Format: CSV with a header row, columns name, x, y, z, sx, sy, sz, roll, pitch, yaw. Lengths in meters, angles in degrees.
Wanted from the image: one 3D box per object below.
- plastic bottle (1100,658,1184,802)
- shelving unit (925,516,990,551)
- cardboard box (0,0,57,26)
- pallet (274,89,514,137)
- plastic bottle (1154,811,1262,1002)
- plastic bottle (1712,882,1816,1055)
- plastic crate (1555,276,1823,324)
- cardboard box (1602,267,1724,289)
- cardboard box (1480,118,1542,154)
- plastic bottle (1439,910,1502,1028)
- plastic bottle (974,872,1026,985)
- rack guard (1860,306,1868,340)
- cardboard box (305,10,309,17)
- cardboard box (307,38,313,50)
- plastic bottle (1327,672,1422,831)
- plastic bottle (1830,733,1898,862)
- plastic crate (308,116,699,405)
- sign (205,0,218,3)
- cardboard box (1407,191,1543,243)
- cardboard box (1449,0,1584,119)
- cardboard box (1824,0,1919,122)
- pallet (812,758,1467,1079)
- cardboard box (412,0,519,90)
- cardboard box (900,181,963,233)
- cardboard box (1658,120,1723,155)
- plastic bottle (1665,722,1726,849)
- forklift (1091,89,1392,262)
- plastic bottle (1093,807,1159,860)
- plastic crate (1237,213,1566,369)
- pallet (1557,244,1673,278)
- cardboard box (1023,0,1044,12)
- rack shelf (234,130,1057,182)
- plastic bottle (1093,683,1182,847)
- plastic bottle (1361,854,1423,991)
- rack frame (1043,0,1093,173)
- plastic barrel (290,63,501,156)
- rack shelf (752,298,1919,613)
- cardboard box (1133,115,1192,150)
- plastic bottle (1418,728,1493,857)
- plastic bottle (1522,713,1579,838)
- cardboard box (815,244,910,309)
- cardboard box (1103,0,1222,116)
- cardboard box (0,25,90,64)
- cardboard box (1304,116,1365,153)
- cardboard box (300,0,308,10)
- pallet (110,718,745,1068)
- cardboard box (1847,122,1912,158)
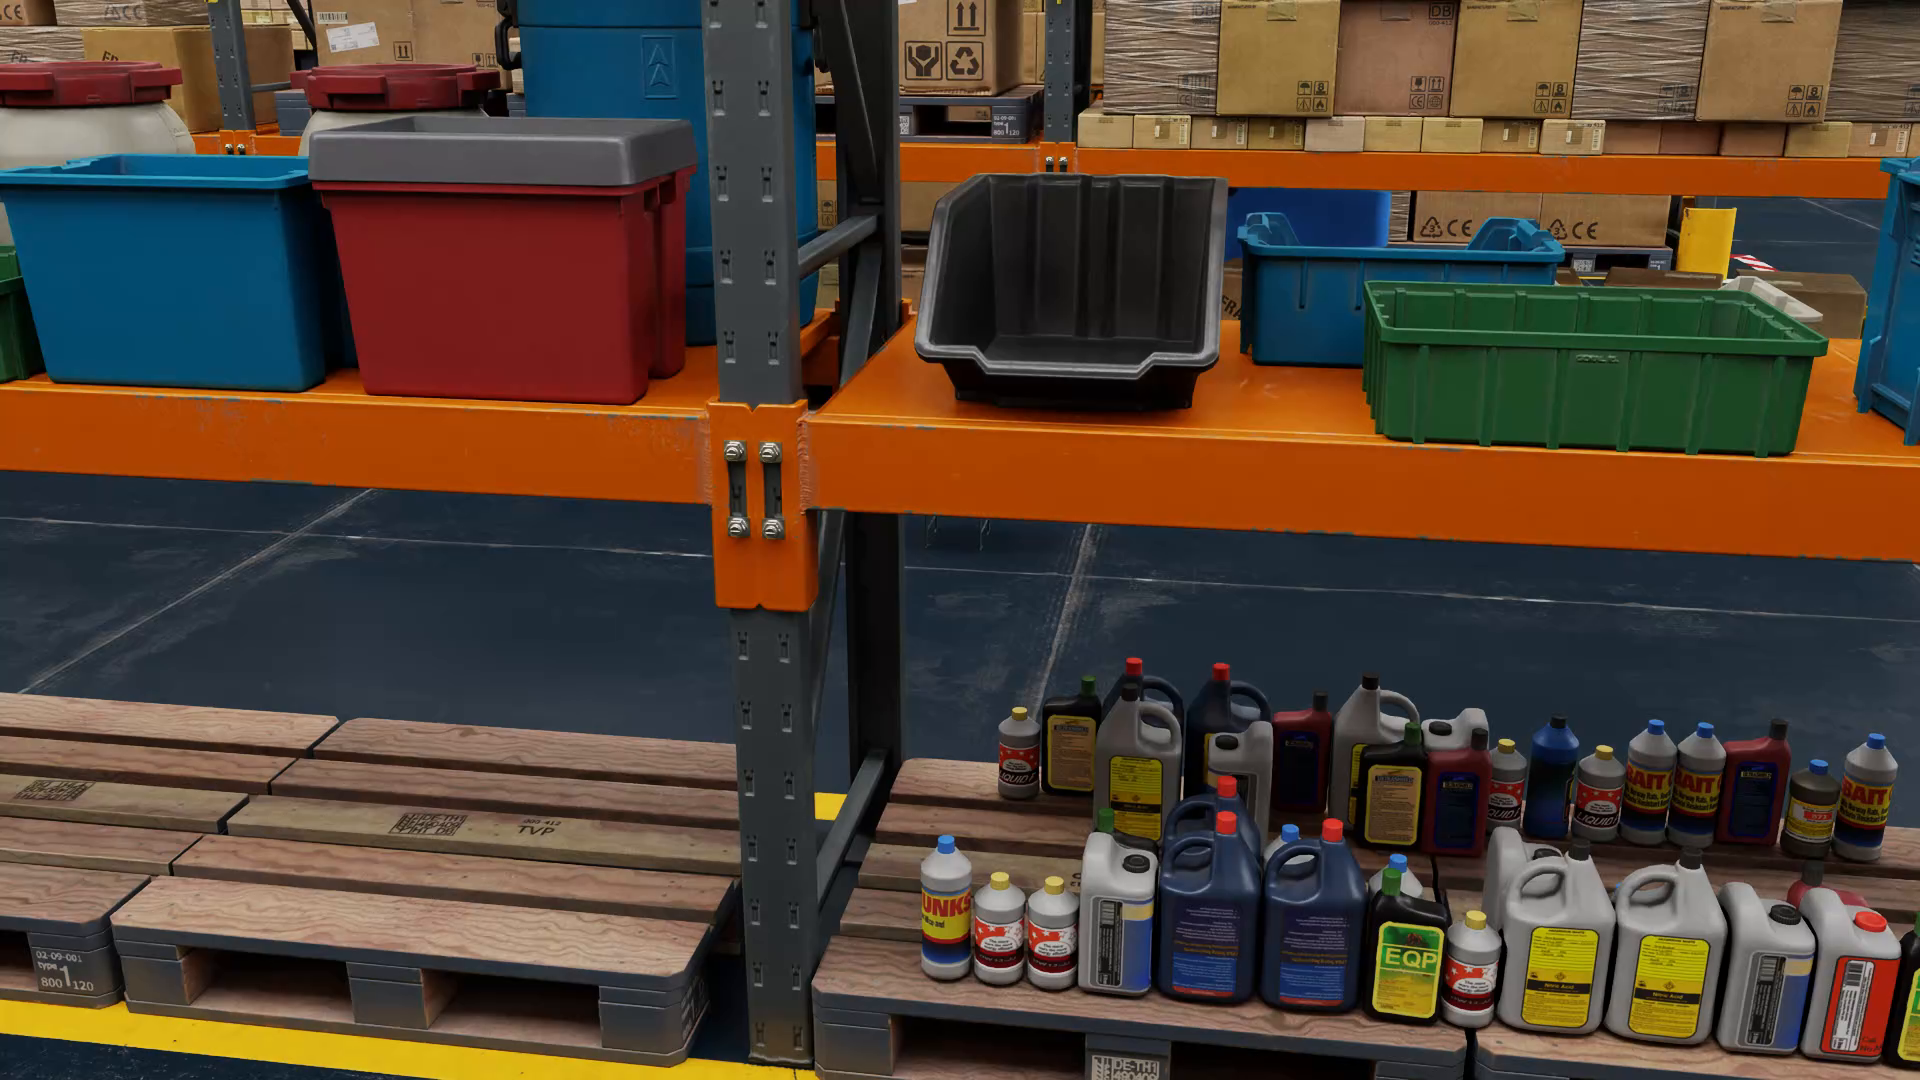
name,x,y,z,sx,sy,sz,roll,pitch,yaw
plastic bottle,0.411,0.436,3.755,0.185,0.351,0.144,2,19,7
shelving unit,-0.008,-0.427,6.162,0.210,0.900,0.258,3,19,9
cardboard box,-4.797,-2.906,8.521,0.637,0.503,0.797,3,19,10
pallet,-2.714,-2.214,8.494,1.003,0.211,1.213,3,19,9
plastic bottle,0.460,0.664,3.072,0.185,0.351,0.144,3,19,10
plastic bottle,1.414,0.747,2.942,0.135,0.276,0.152,2,19,7
plastic crate,1.373,-0.427,3.266,0.437,0.136,0.530,3,19,9
cardboard box,3.255,-0.974,7.765,0.500,0.500,0.500,8,20,23
cardboard box,2.417,-1.812,7.387,0.250,0.149,0.380,3,19,9
plastic bottle,0.923,0.766,3.003,0.097,0.201,0.097,0,18,0
plastic bottle,0.075,0.723,3.132,0.097,0.201,0.097,0,18,0
rack guard,4.389,-0.723,7.675,0.348,0.500,1.175,3,19,9
cardboard box,-4.885,-4.050,12.945,0.250,0.149,0.380,3,19,8
cardboard box,-4.891,-3.909,12.993,0.250,0.149,0.380,3,19,8
plastic bottle,0.919,0.462,3.677,0.185,0.351,0.144,3,19,8
plastic bottle,1.938,0.544,3.557,0.097,0.271,0.097,0,18,0
plastic crate,-0.797,-0.513,3.008,0.583,0.464,0.402,3,19,9
sign,-3.519,-2.682,7.767,0.005,0.325,0.100,3,19,9
cardboard box,3.802,-2.702,12.337,0.875,0.875,0.875,3,19,8
cardboard box,2.434,-2.184,7.477,0.500,0.500,0.875,3,19,9
cardboard box,3.926,-2.129,7.313,0.500,0.500,0.875,3,19,9
pallet,0.386,0.815,3.534,1.213,0.211,1.003,3,19,9
cardboard box,-2.328,-2.542,8.354,0.500,0.500,0.700,6,19,17
cardboard box,-0.178,-2.840,12.946,0.750,0.750,1.050,3,19,9
cardboard box,3.164,-1.787,7.313,0.250,0.149,0.380,3,19,9
plastic bottle,1.600,0.526,3.609,0.097,0.271,0.097,0,18,0
forklift,1.093,-2.810,10.082,3.031,2.935,1.130,3,19,9
plastic bottle,0.314,0.653,3.211,0.133,0.283,0.061,3,19,9
plastic crate,0.865,-0.513,3.343,0.616,0.251,0.499,3,19,9
pallet,4.549,-2.146,12.386,1.213,0.211,1.003,3,19,9
cardboard box,0.402,-4.224,12.468,0.500,0.500,0.700,3,19,8
rack shelf,-1.460,-1.865,8.284,4.000,0.370,1.077,3,19,9
plastic bottle,0.388,0.481,3.620,0.185,0.351,0.144,3,19,9
plastic bottle,0.798,0.707,3.069,0.097,0.271,0.097,0,18,0
rack frame,0.515,-2.106,7.869,0.127,3.000,1.000,3,19,9
plastic barrel,-1.181,-0.735,3.559,0.433,0.535,0.433,0,18,0
rack shelf,1.704,-0.112,3.045,4.000,0.370,1.077,3,19,9
cardboard box,0.924,-1.865,7.545,0.250,0.149,0.380,3,19,9
plastic bottle,1.063,0.536,3.560,0.133,0.283,0.061,3,19,9
plastic bottle,1.301,0.511,3.654,0.097,0.271,0.097,0,18,0
cardboard box,-0.556,-1.196,8.398,0.500,0.500,0.700,3,19,8
cardboard box,0.949,-2.252,7.680,0.500,0.500,0.875,3,19,9
cardboard box,-4.452,-2.329,8.377,0.500,0.500,0.500,3,19,8
cardboard box,1.664,-1.826,7.429,0.250,0.149,0.380,3,19,9
cardboard box,-4.905,-4.191,12.897,0.250,0.149,0.380,4,19,11
pallet,-1.052,0.741,3.756,1.213,0.211,1.003,3,19,9
cardboard box,3.903,-1.748,7.195,0.250,0.149,0.380,3,19,9
